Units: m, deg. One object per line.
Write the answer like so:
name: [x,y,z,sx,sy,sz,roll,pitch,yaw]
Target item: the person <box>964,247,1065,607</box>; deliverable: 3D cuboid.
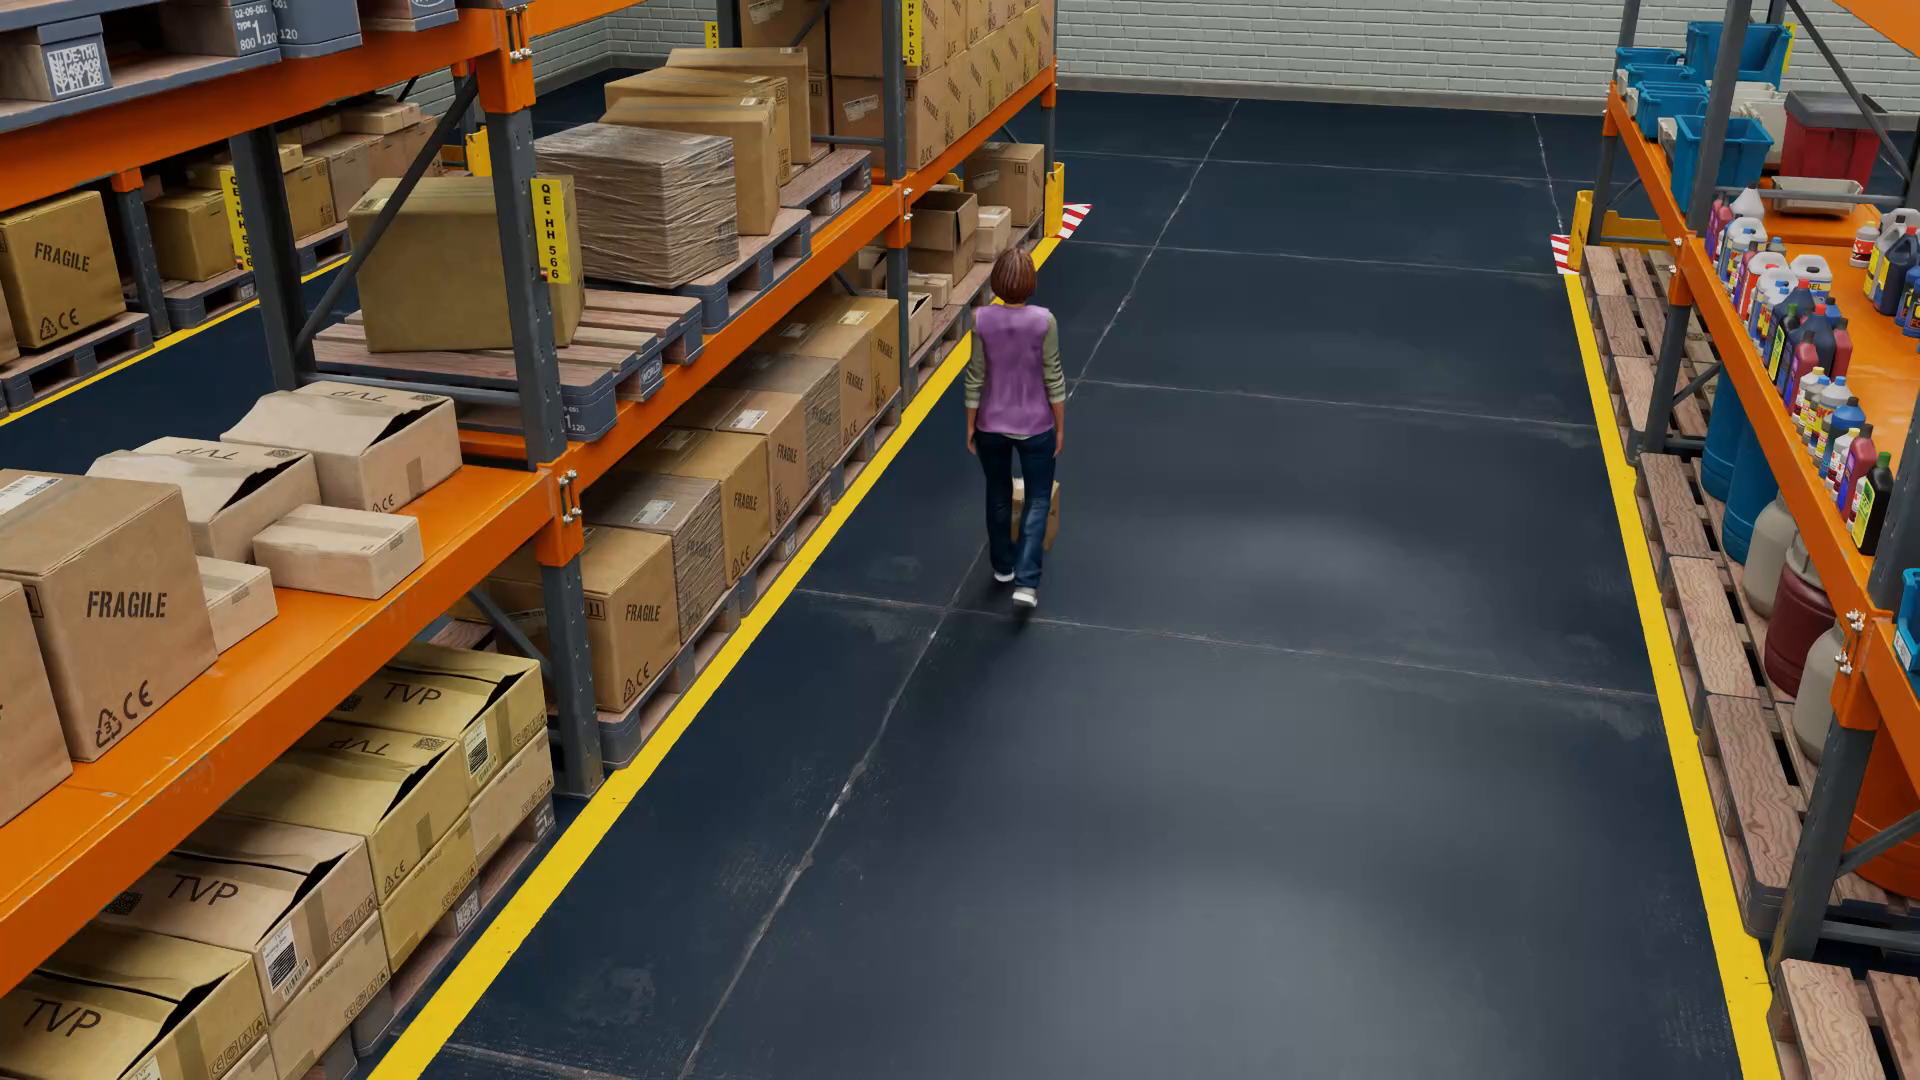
person: [0.239,-0.481,7.116,0.430,1.567,0.671,5,26,11]
